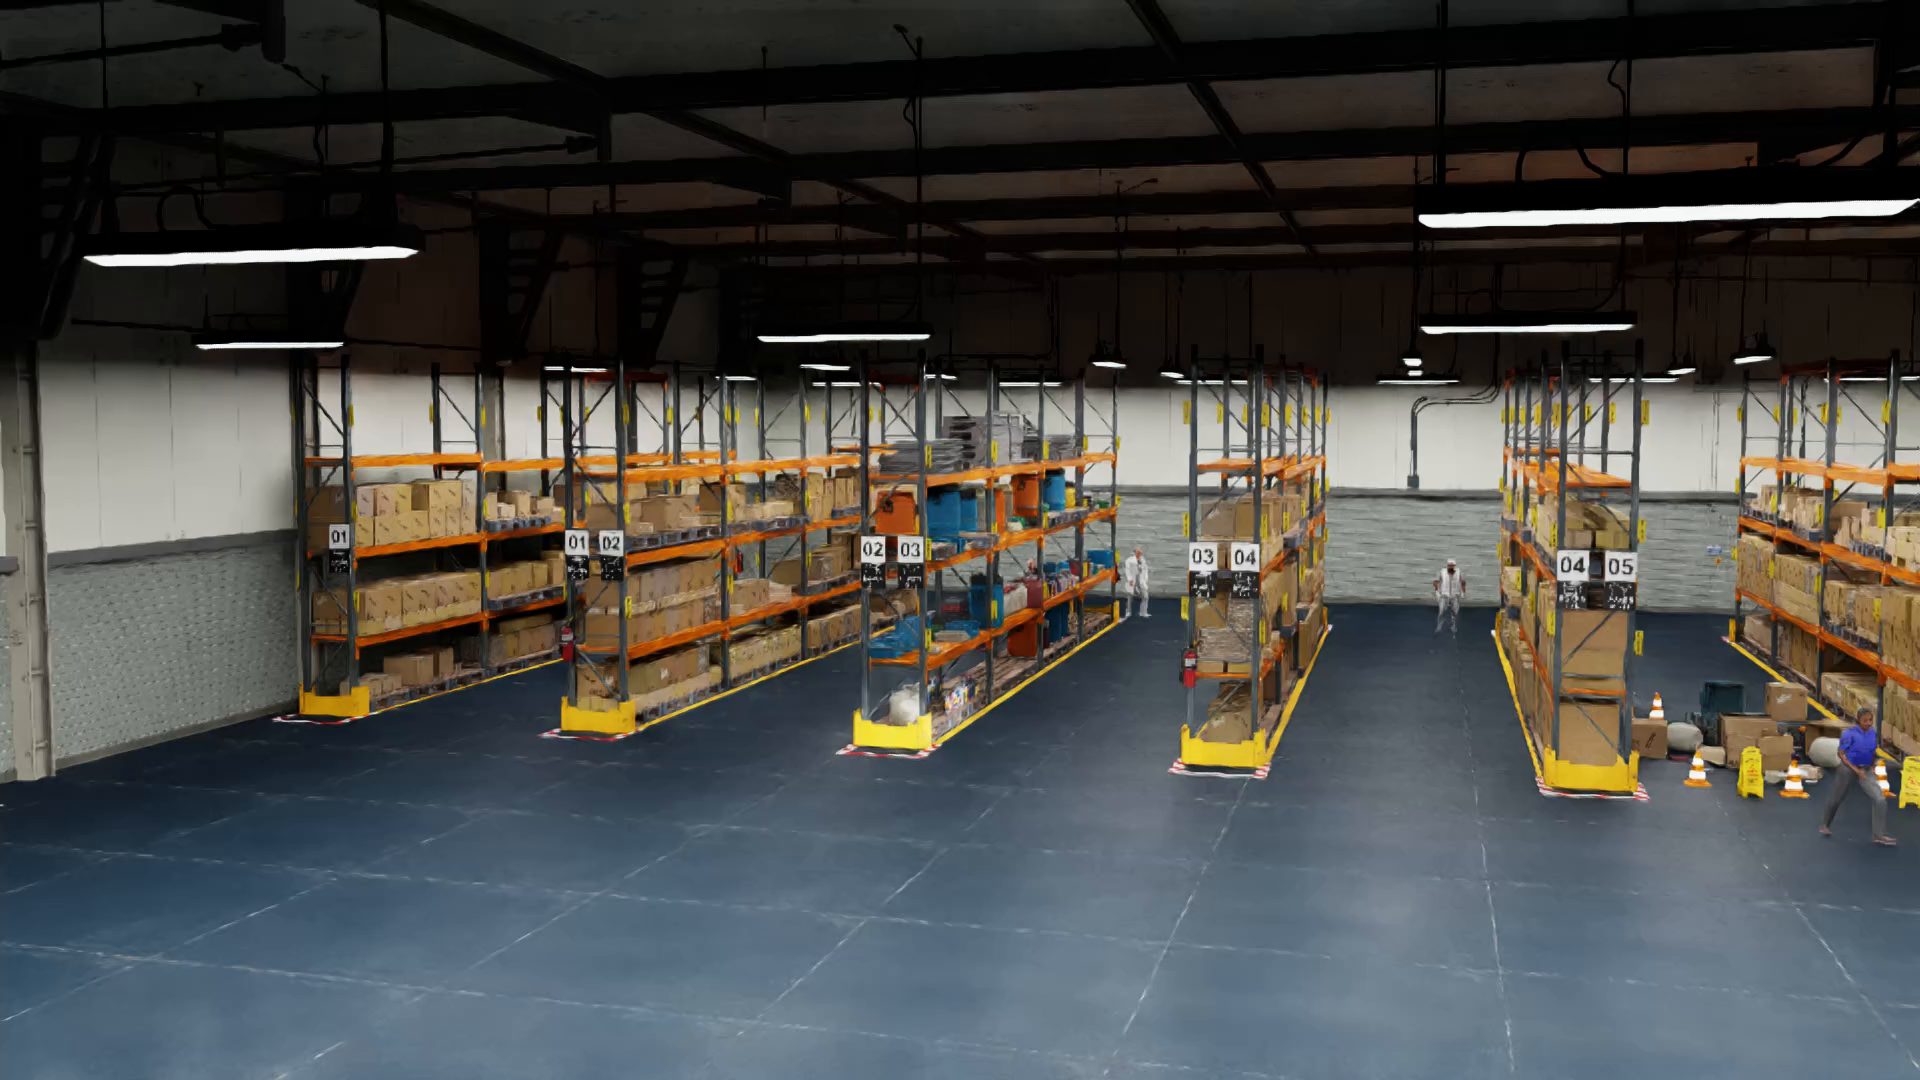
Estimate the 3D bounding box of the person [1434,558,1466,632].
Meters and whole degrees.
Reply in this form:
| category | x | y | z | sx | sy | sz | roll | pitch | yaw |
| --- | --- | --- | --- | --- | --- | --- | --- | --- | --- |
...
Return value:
| category | x | y | z | sx | sy | sz | roll | pitch | yaw |
| --- | --- | --- | --- | --- | --- | --- | --- | --- | --- |
| person | 11.293 | 1.269 | 38.356 | 0.702 | 1.734 | 0.548 | 1 | 4 | 14 |

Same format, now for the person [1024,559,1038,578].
| category | x | y | z | sx | sy | sz | roll | pitch | yaw |
| --- | --- | --- | --- | --- | --- | --- | --- | --- | --- |
| person | 1.701 | 1.282 | 38.200 | 0.630 | 1.729 | 1.046 | 3 | 5 | 37 |

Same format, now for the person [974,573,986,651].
| category | x | y | z | sx | sy | sz | roll | pitch | yaw |
| --- | --- | --- | --- | --- | --- | --- | --- | --- | --- |
| person | 0.423 | 1.513 | 35.451 | 0.569 | 1.638 | 0.617 | 3 | 5 | 35 |

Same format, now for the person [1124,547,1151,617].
| category | x | y | z | sx | sy | sz | roll | pitch | yaw |
| --- | --- | --- | --- | --- | --- | --- | --- | --- | --- |
| person | 4.385 | 1.034 | 41.231 | 0.713 | 1.748 | 0.671 | -1 | 4 | -17 |

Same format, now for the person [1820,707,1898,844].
| category | x | y | z | sx | sy | sz | roll | pitch | yaw |
| --- | --- | --- | --- | --- | --- | --- | --- | --- | --- |
| person | 10.565 | 2.732 | 19.576 | 0.621 | 1.588 | 0.828 | 0 | 4 | -1 |
